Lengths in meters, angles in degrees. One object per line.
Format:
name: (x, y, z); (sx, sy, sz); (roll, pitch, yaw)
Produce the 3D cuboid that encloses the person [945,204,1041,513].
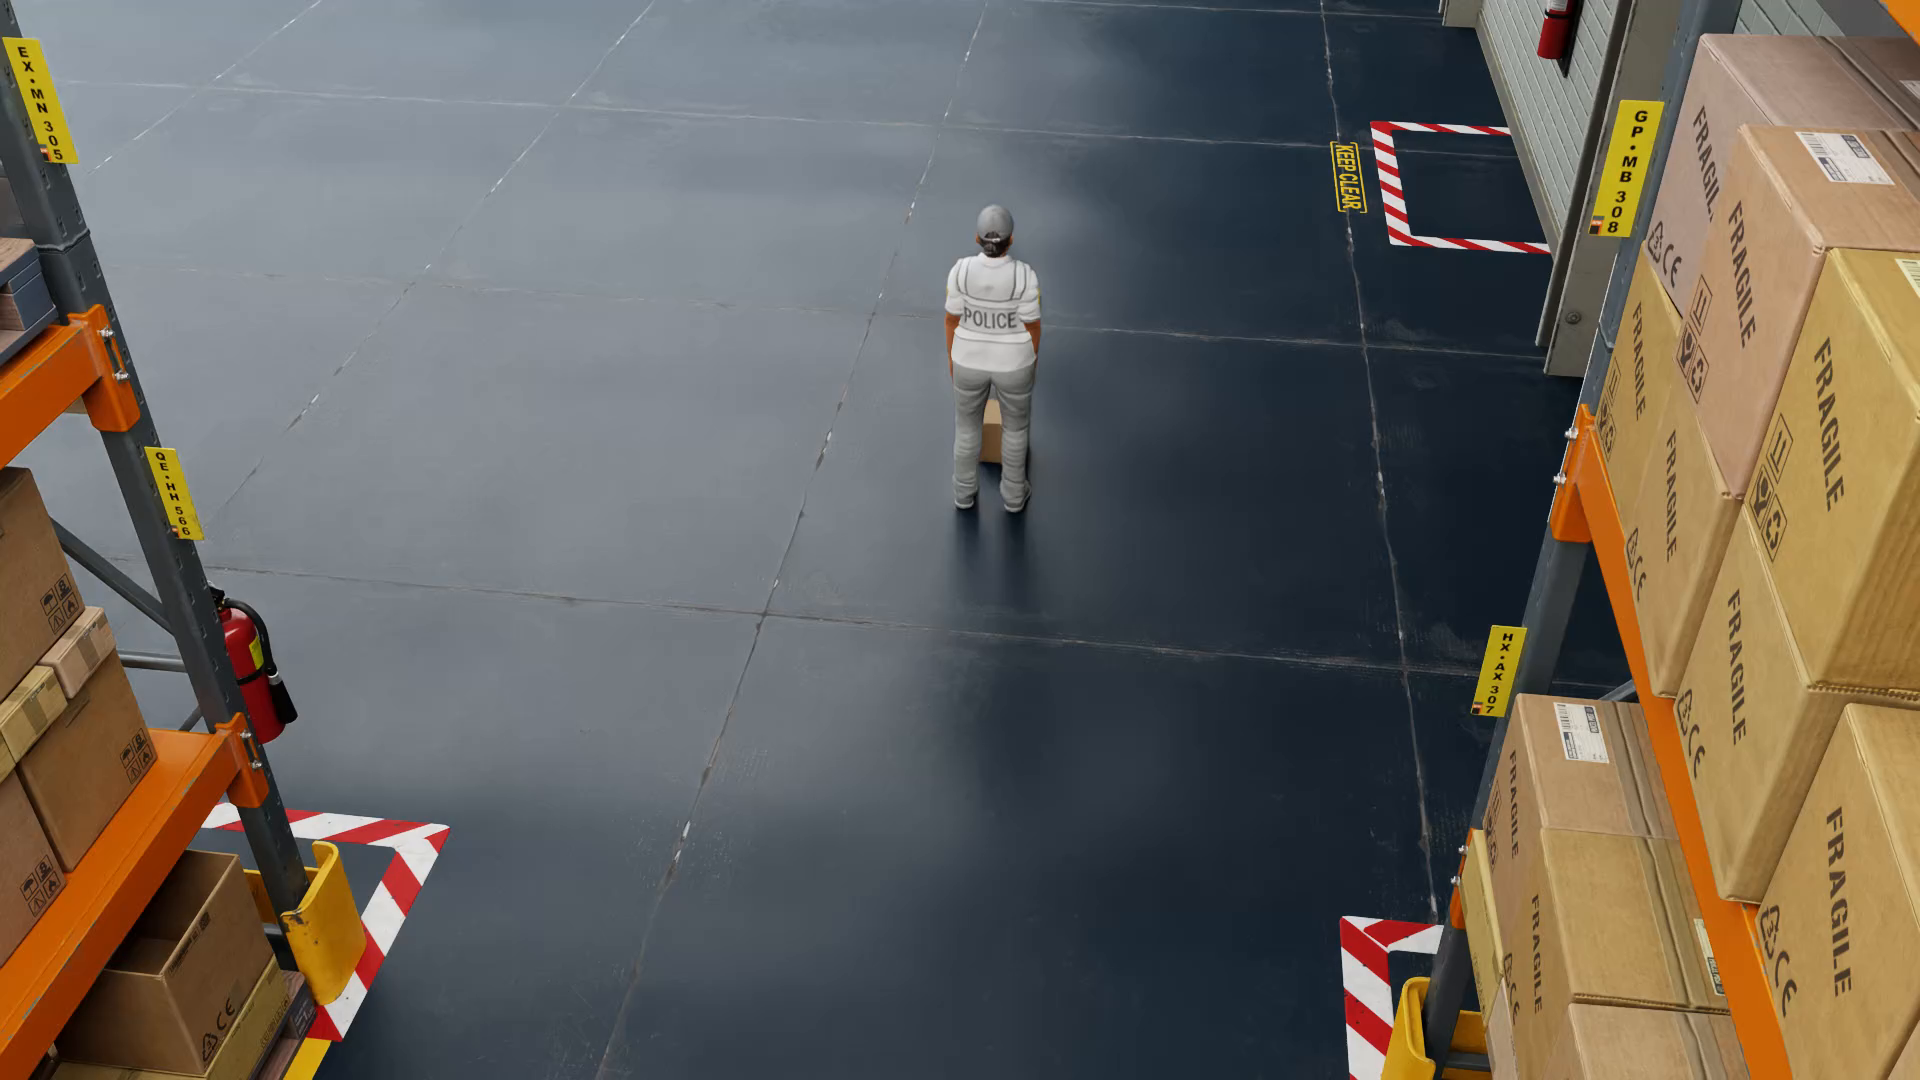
person: (0.163, -0.881, 8.230); (0.472, 1.671, 0.387); (5, 37, 7)
